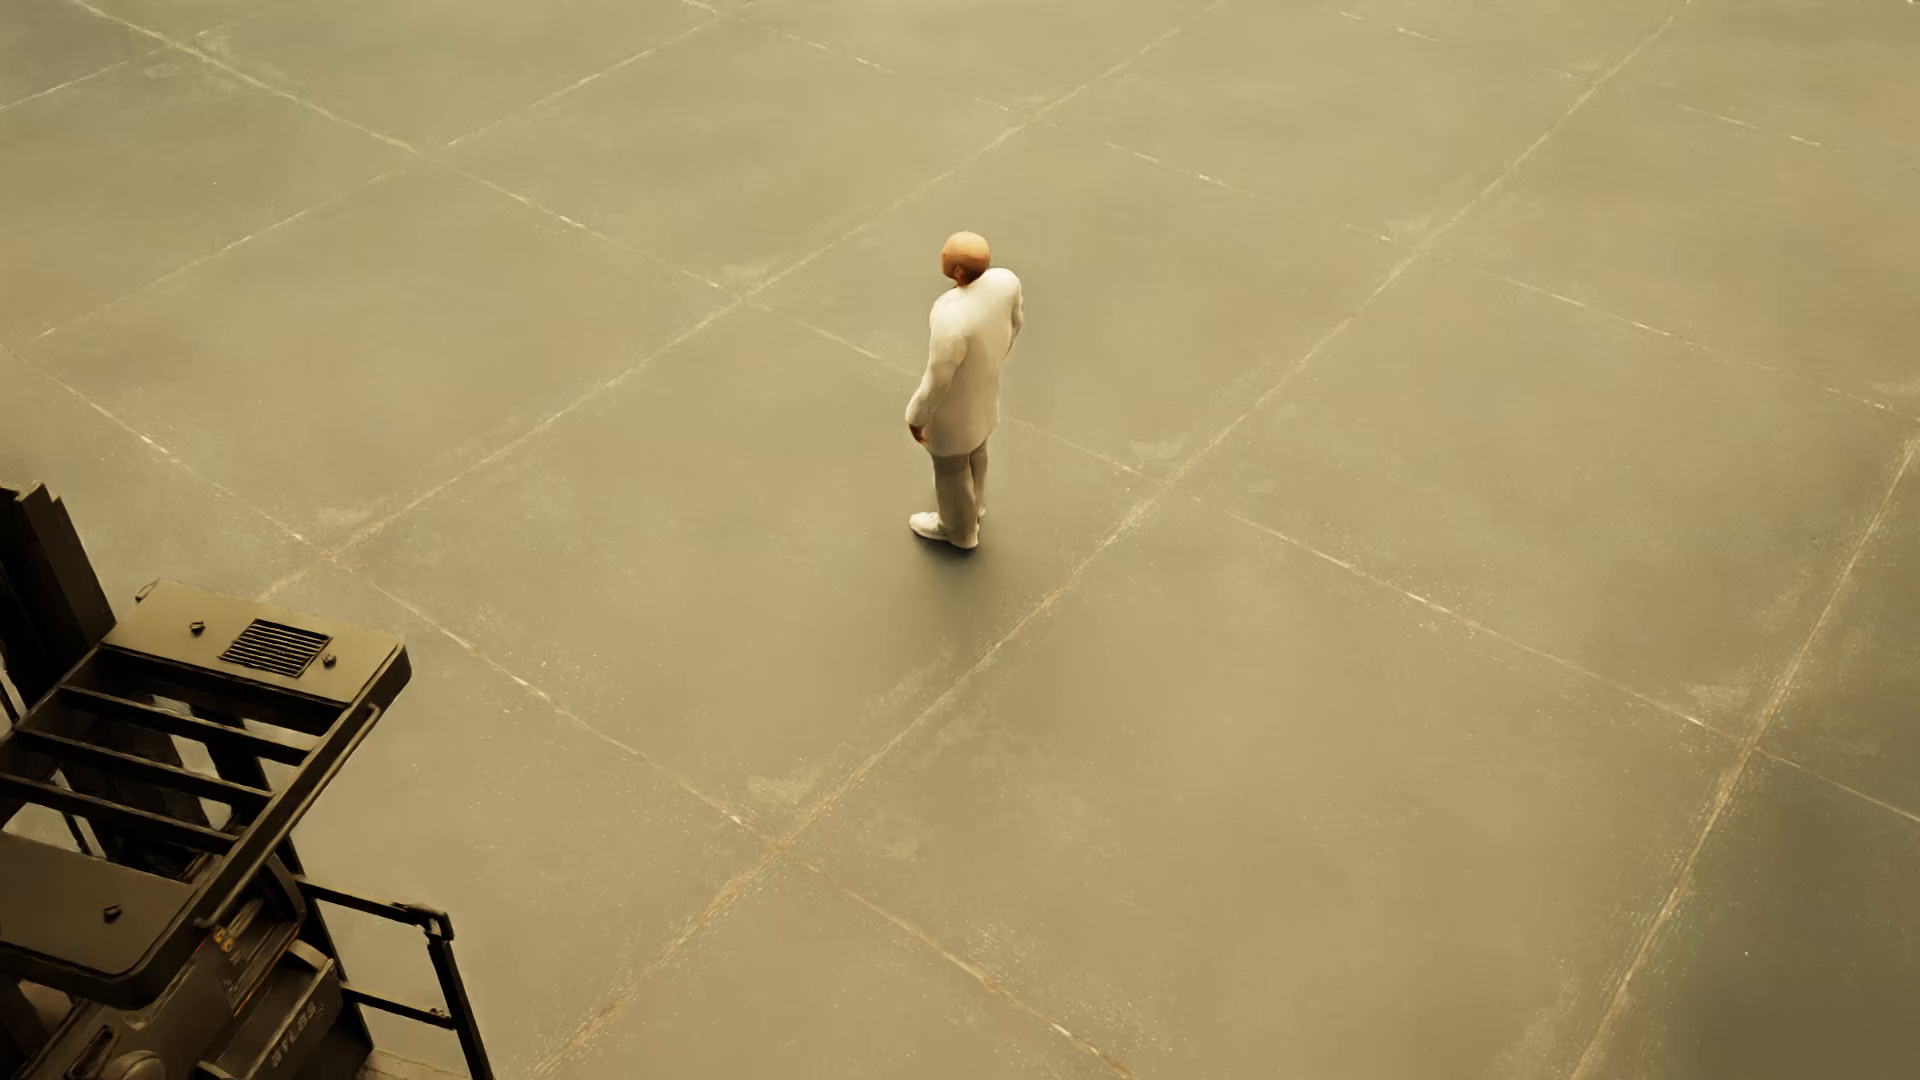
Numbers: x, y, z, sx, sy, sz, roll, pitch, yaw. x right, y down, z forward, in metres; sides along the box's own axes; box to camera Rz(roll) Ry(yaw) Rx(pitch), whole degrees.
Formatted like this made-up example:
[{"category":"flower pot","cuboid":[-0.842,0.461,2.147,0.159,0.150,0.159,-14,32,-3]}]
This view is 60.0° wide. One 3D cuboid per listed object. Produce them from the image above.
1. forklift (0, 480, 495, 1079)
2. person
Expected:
[{"category":"forklift","cuboid":[-1.989,1.273,4.581,3.031,2.935,1.130,12,42,13]},{"category":"person","cuboid":[-0.069,-0.720,7.797,0.579,1.776,0.694,26,47,28]}]
